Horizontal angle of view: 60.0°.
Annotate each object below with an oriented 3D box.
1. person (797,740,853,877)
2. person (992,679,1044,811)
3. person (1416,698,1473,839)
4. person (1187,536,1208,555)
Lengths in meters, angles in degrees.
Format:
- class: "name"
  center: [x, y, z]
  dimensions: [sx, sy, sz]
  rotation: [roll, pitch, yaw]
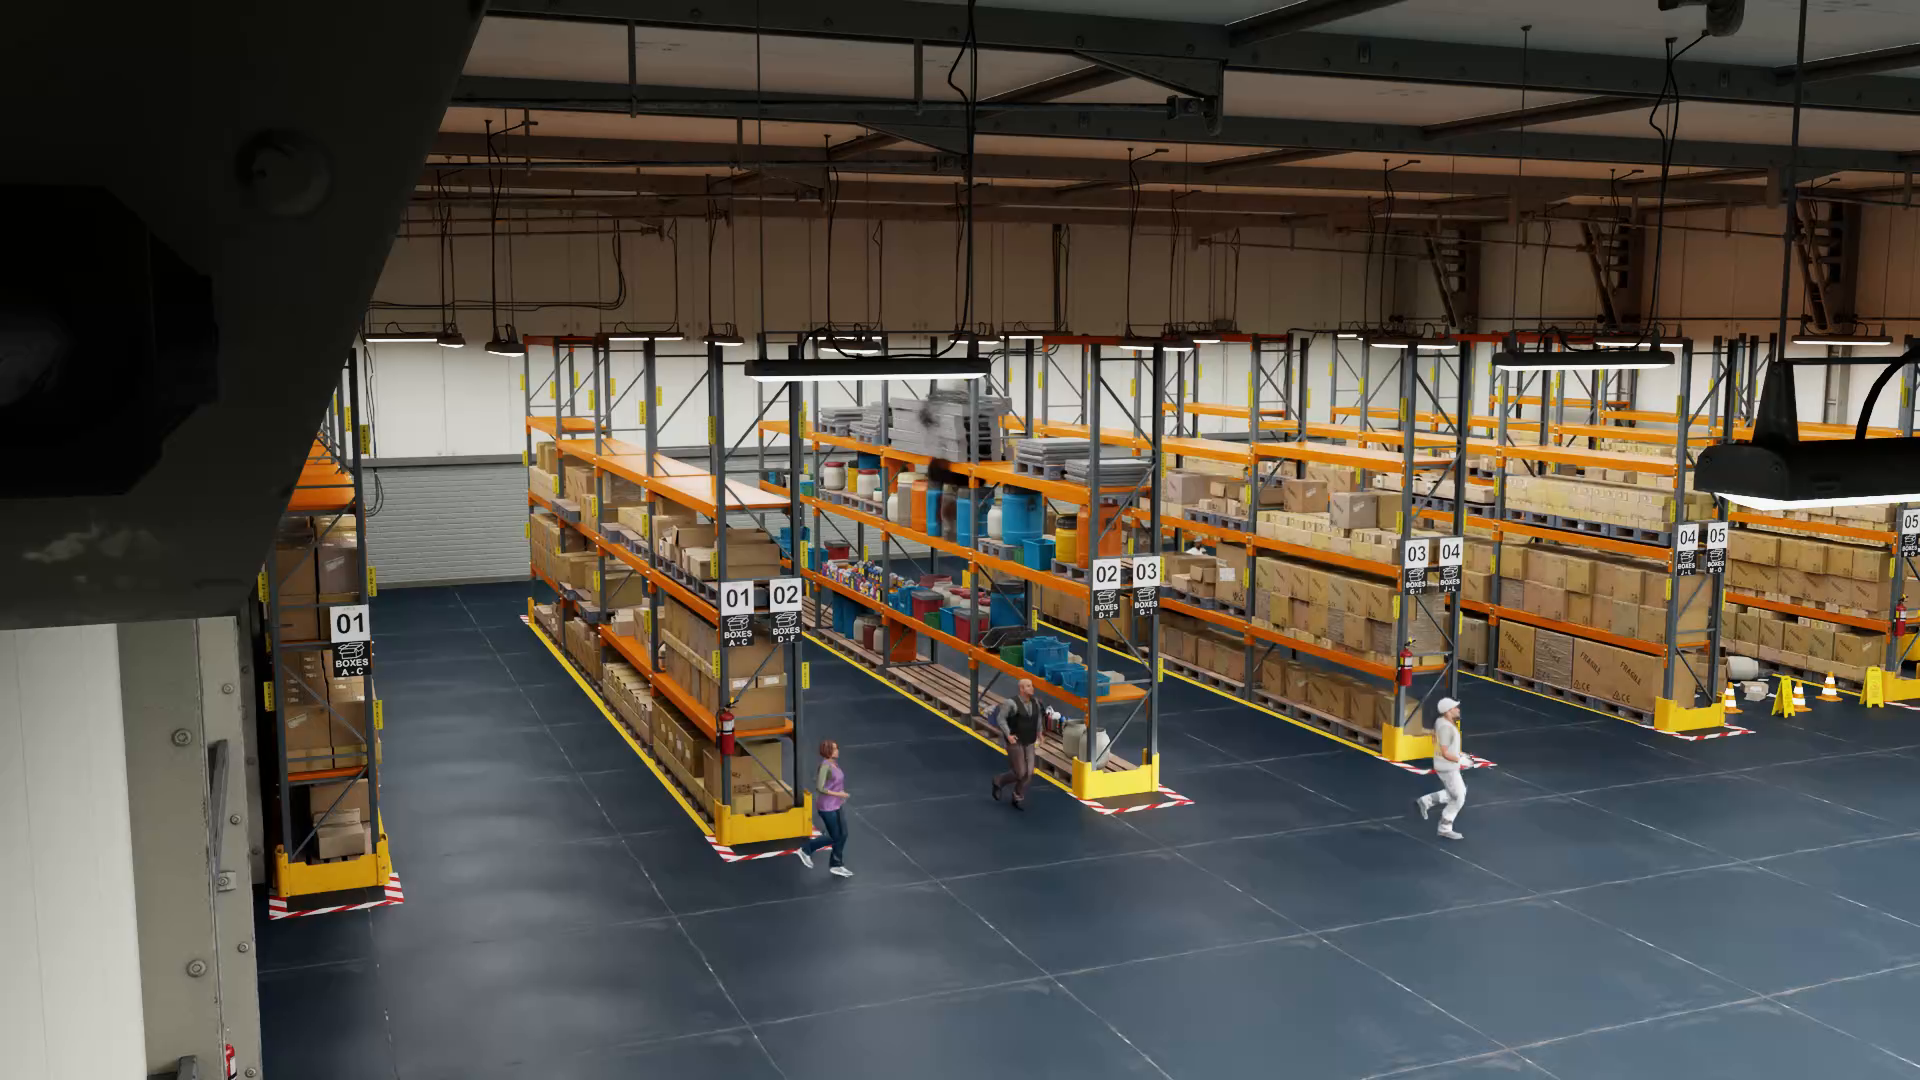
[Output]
- class: "person"
  center: [-1.537, 3.054, 18.931]
  dimensions: [0.637, 1.592, 0.535]
  rotation: [1, 8, 10]
- class: "person"
  center: [0.787, 2.641, 21.709]
  dimensions: [0.685, 1.700, 0.568]
  rotation: [-6, 10, -39]
- class: "person"
  center: [5.929, 2.781, 20.338]
  dimensions: [0.629, 1.740, 0.691]
  rotation: [2, 8, 11]
- class: "person"
  center: [5.158, 0.732, 35.993]
  dimensions: [0.573, 1.661, 0.547]
  rotation: [-3, 8, -20]
